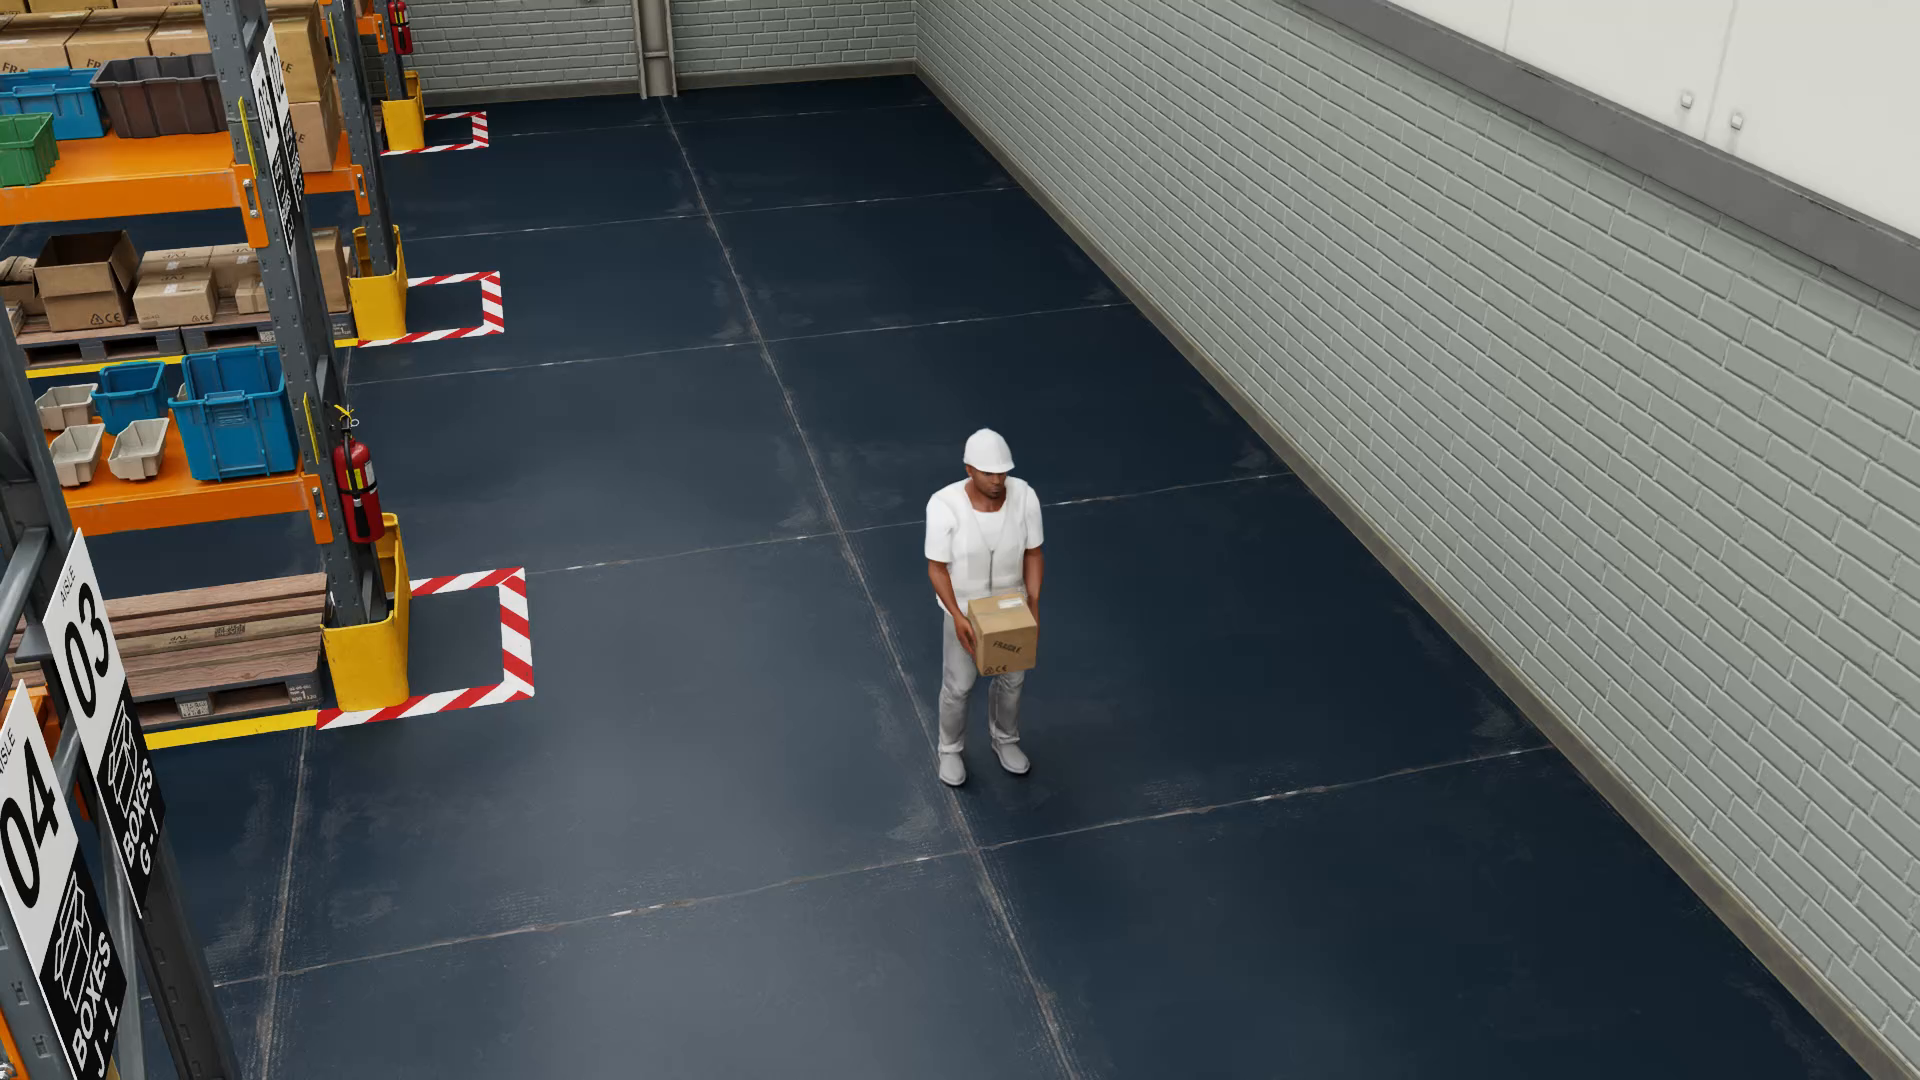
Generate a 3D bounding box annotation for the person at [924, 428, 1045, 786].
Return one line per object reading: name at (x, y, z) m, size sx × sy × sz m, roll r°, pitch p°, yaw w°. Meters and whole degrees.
person at (0.131, 0.328, 7.649) m, size 0.562 × 1.768 × 0.509 m, roll -8°, pitch 31°, yaw -14°
